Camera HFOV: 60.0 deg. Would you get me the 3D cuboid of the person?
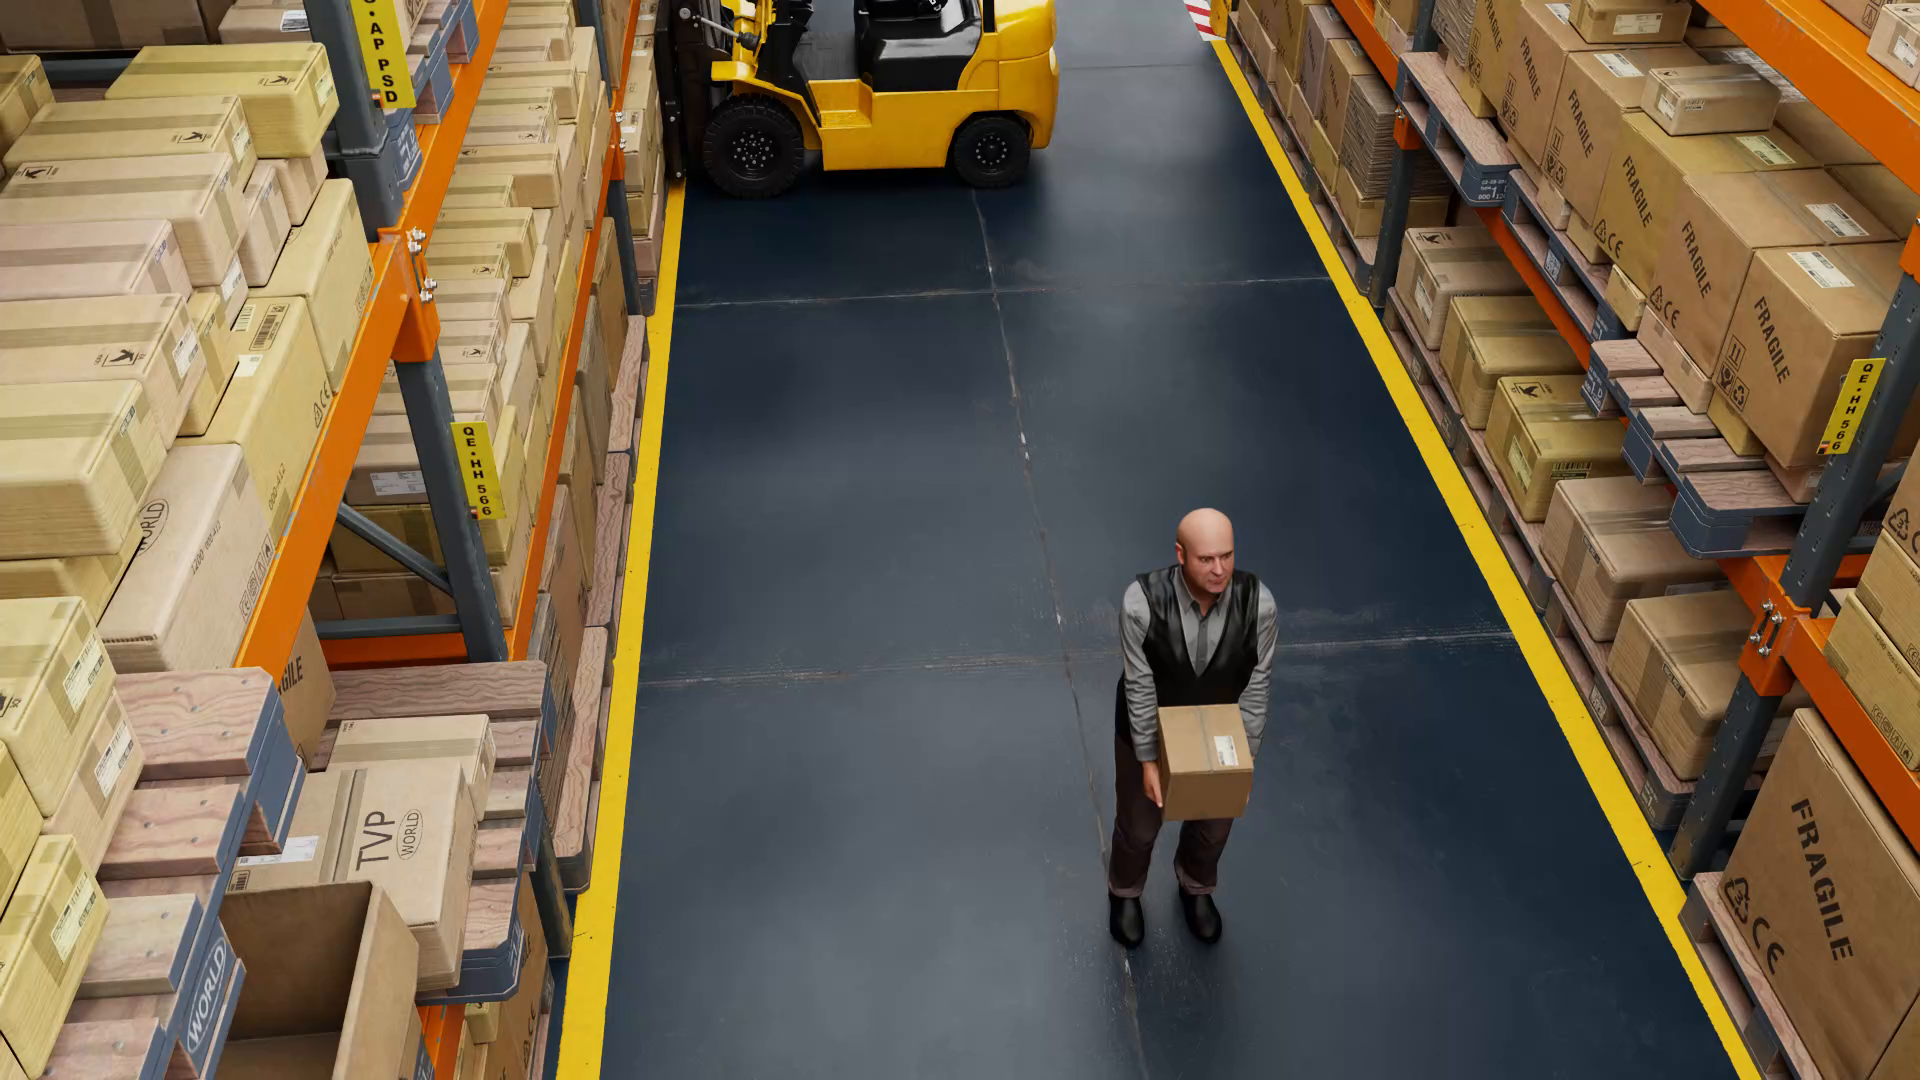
[{"bbox_3d":[0.741,0.691,5.323,0.494,1.711,0.559,-2,39,-3],"label":"person"}]
